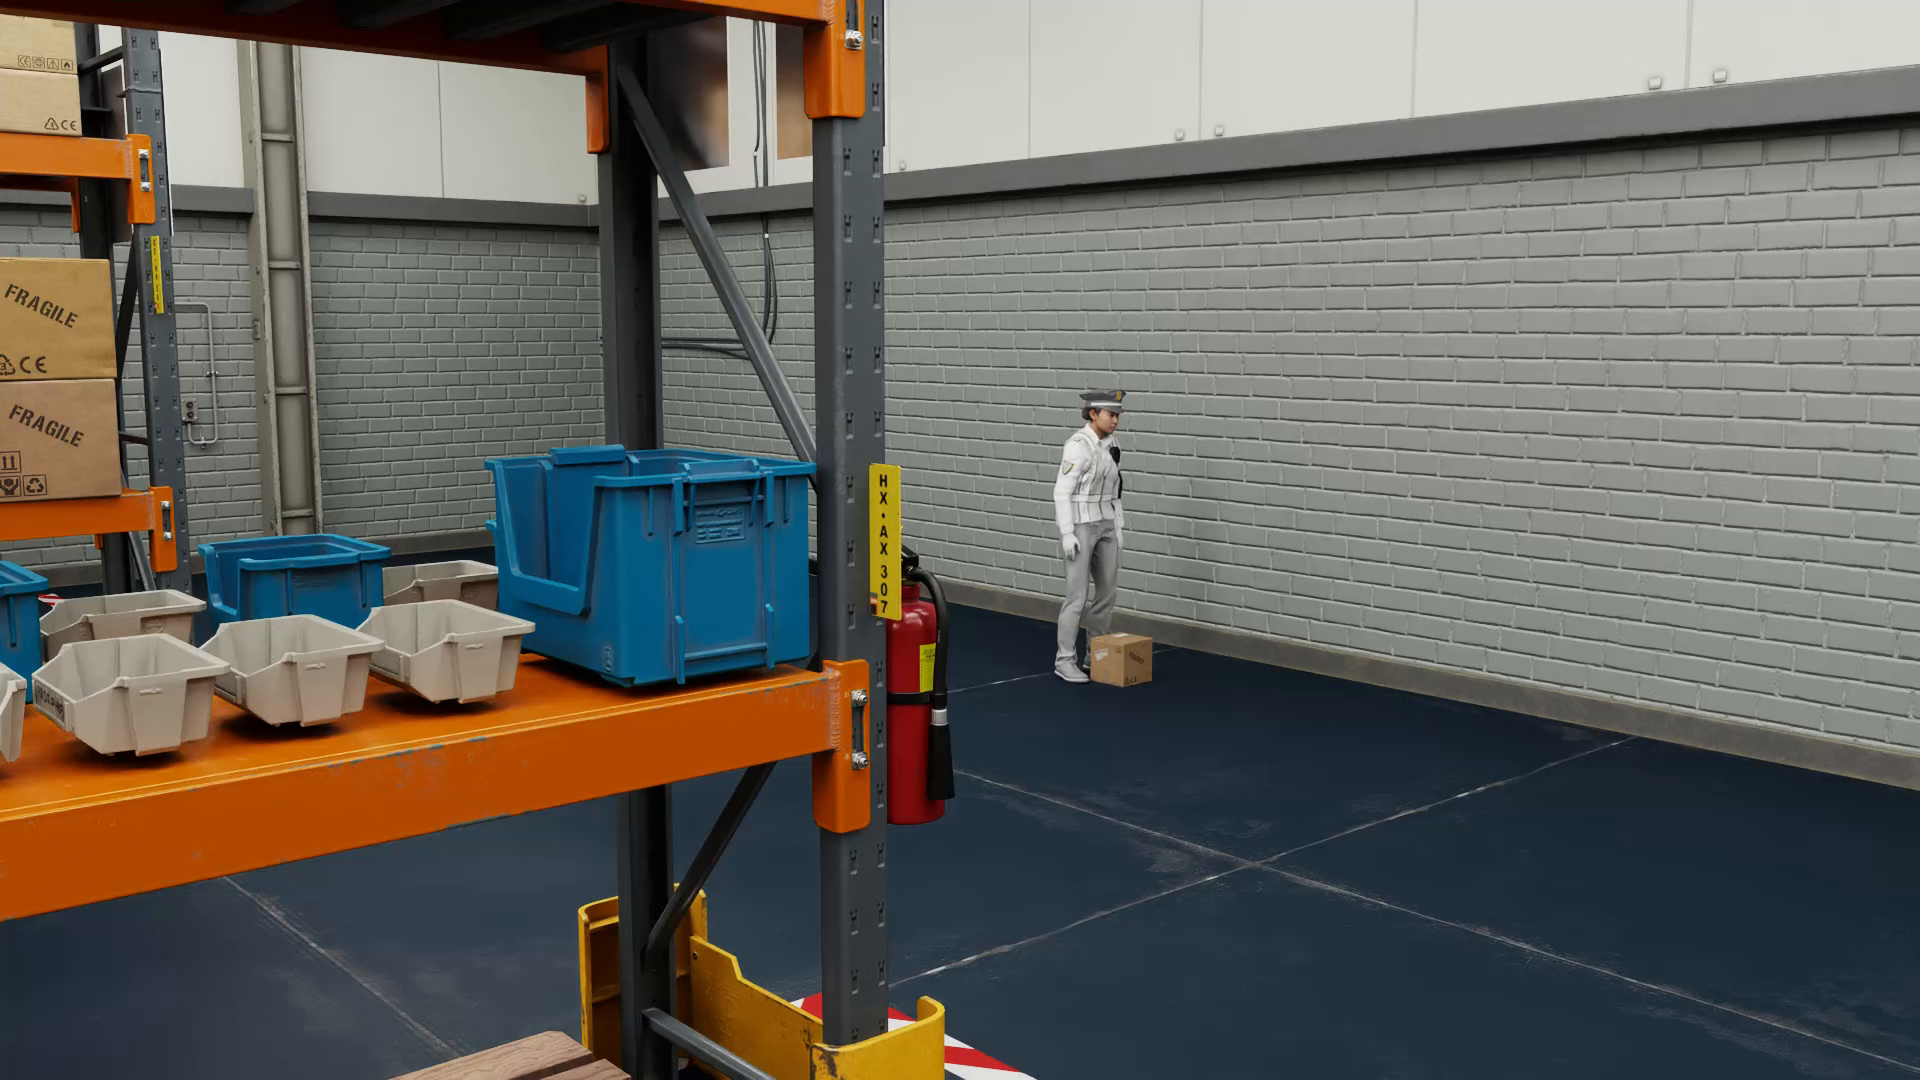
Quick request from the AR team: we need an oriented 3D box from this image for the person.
[{"bbox_3d":[0.758,-0.041,9.587,0.537,1.662,0.373,-7,10,-44],"label":"person"}]
